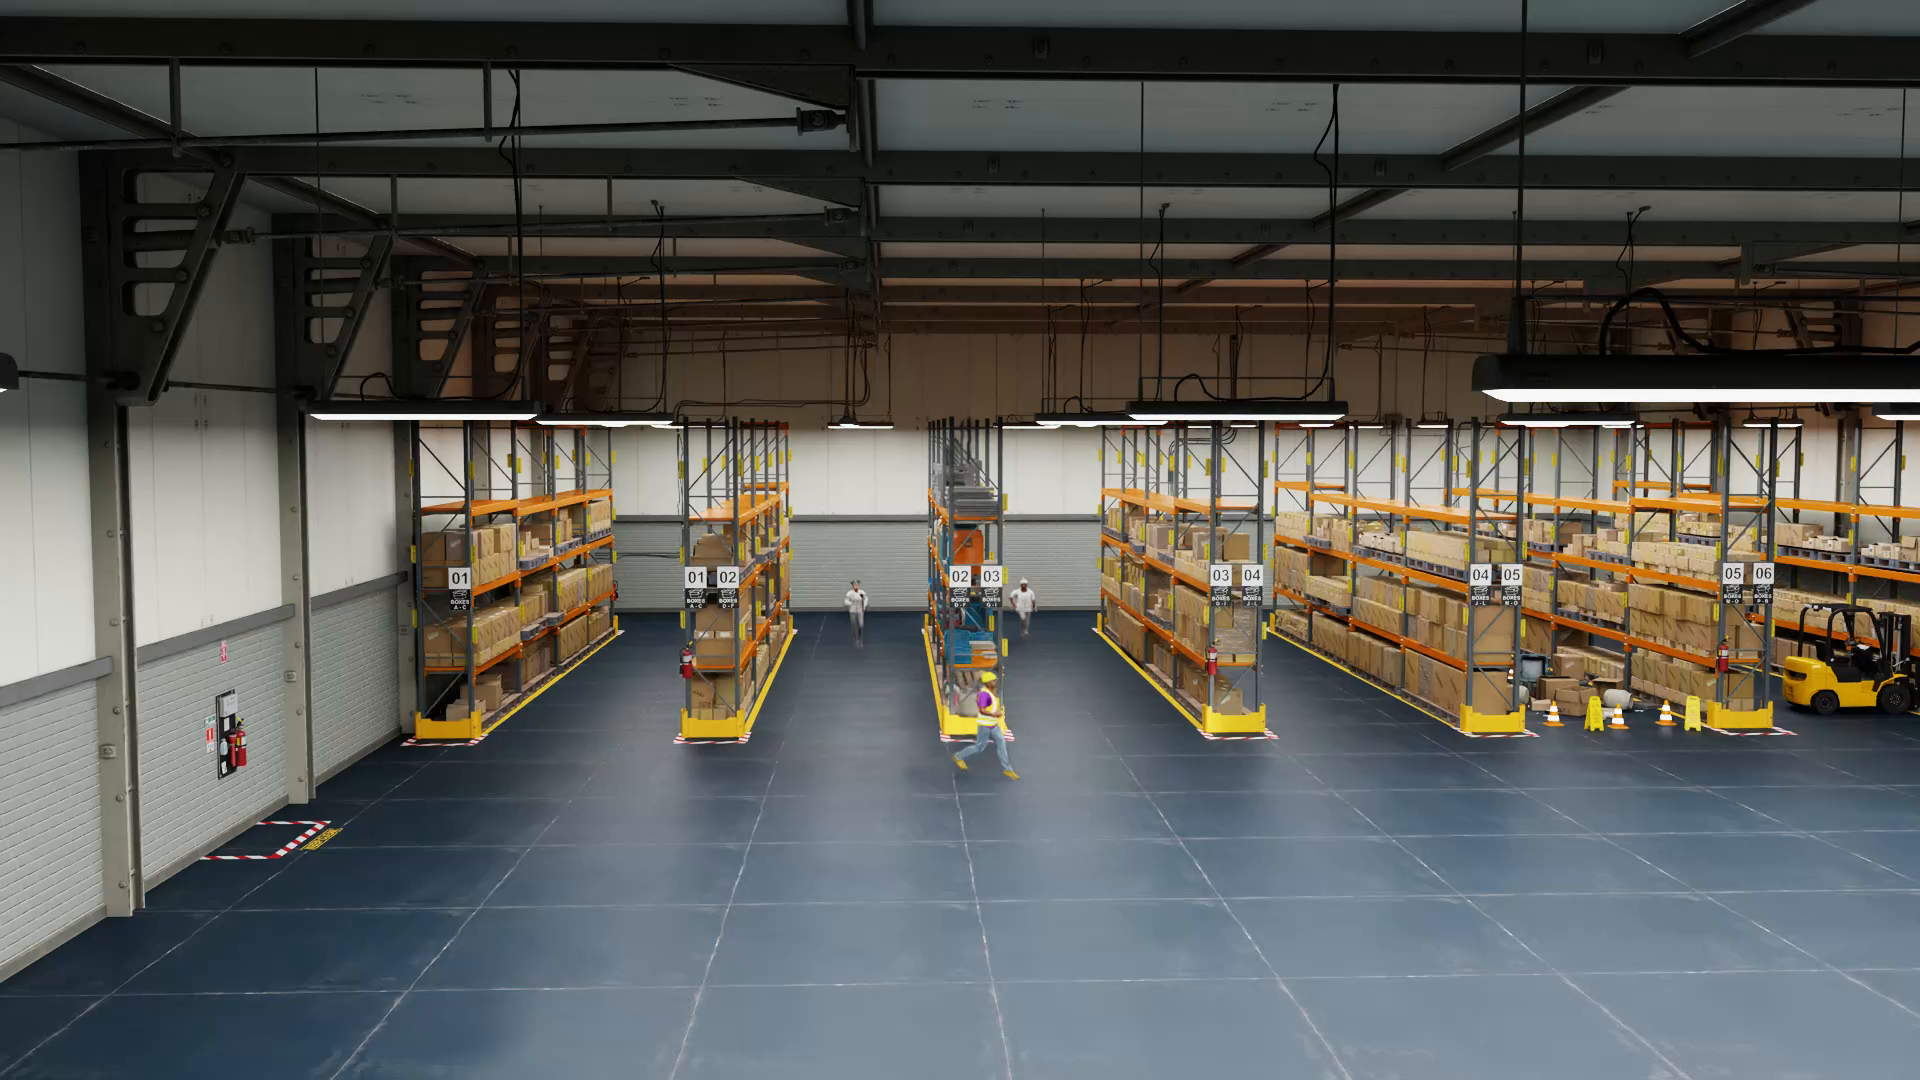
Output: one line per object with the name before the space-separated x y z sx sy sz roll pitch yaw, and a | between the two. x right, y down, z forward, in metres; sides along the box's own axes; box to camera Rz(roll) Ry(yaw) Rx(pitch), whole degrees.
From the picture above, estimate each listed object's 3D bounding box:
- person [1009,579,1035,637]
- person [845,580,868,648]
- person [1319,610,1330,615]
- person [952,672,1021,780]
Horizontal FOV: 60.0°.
person | 1.712 1.859 44.909 0.700 1.618 0.930 -1 4 -14
person | -2.621 1.867 42.090 0.600 1.730 0.684 0 4 -7
person | 10.664 1.763 48.345 0.621 1.616 0.542 -2 4 -31
person | 0.421 3.062 27.368 1.137 1.778 0.662 1 4 22
